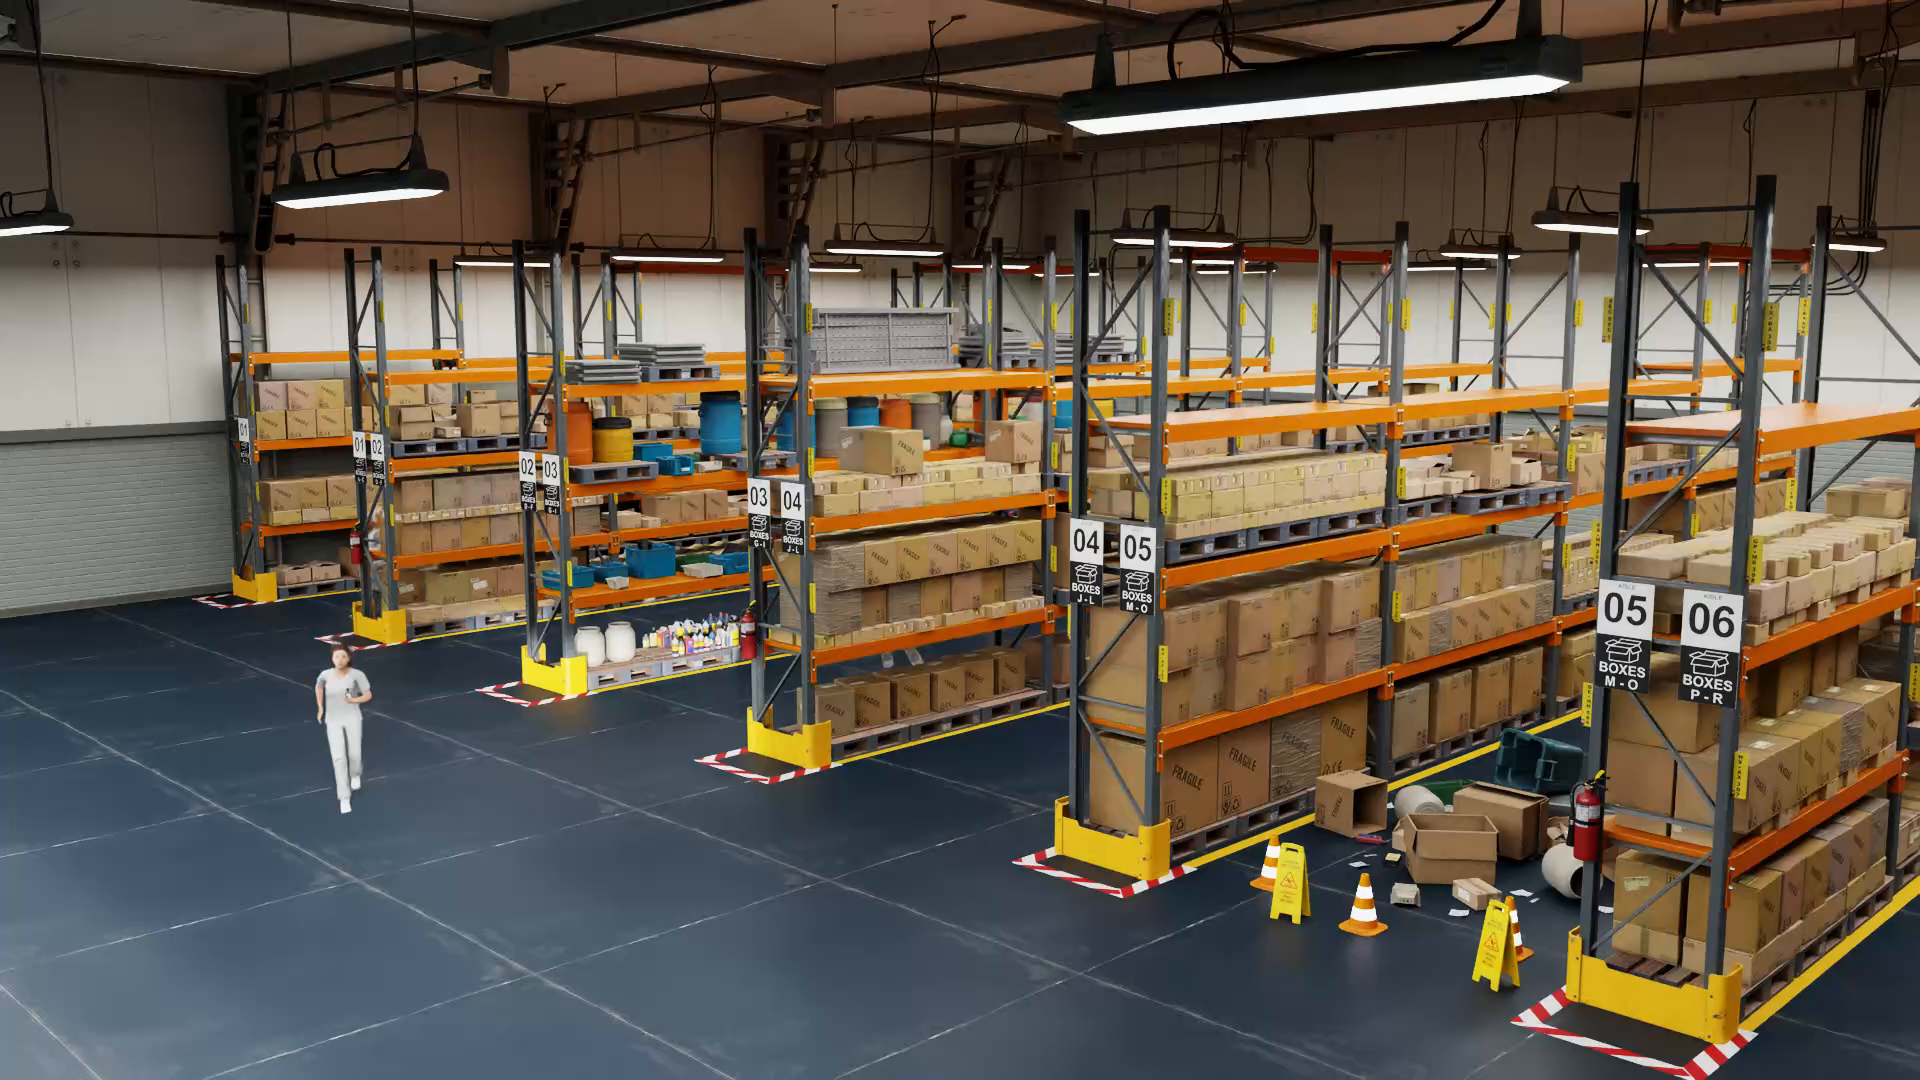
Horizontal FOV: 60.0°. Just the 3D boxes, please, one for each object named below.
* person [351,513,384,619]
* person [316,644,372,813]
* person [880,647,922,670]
[{"bbox_3d":[-9.704,0.413,27.558,0.721,1.772,0.783,6,10,38],"label":"person"},{"bbox_3d":[-6.353,1.887,17.177,0.561,1.660,0.969,-2,8,-16],"label":"person"},{"bbox_3d":[-0.793,1.138,22.238,0.644,1.846,0.776,6,10,38],"label":"person"}]
